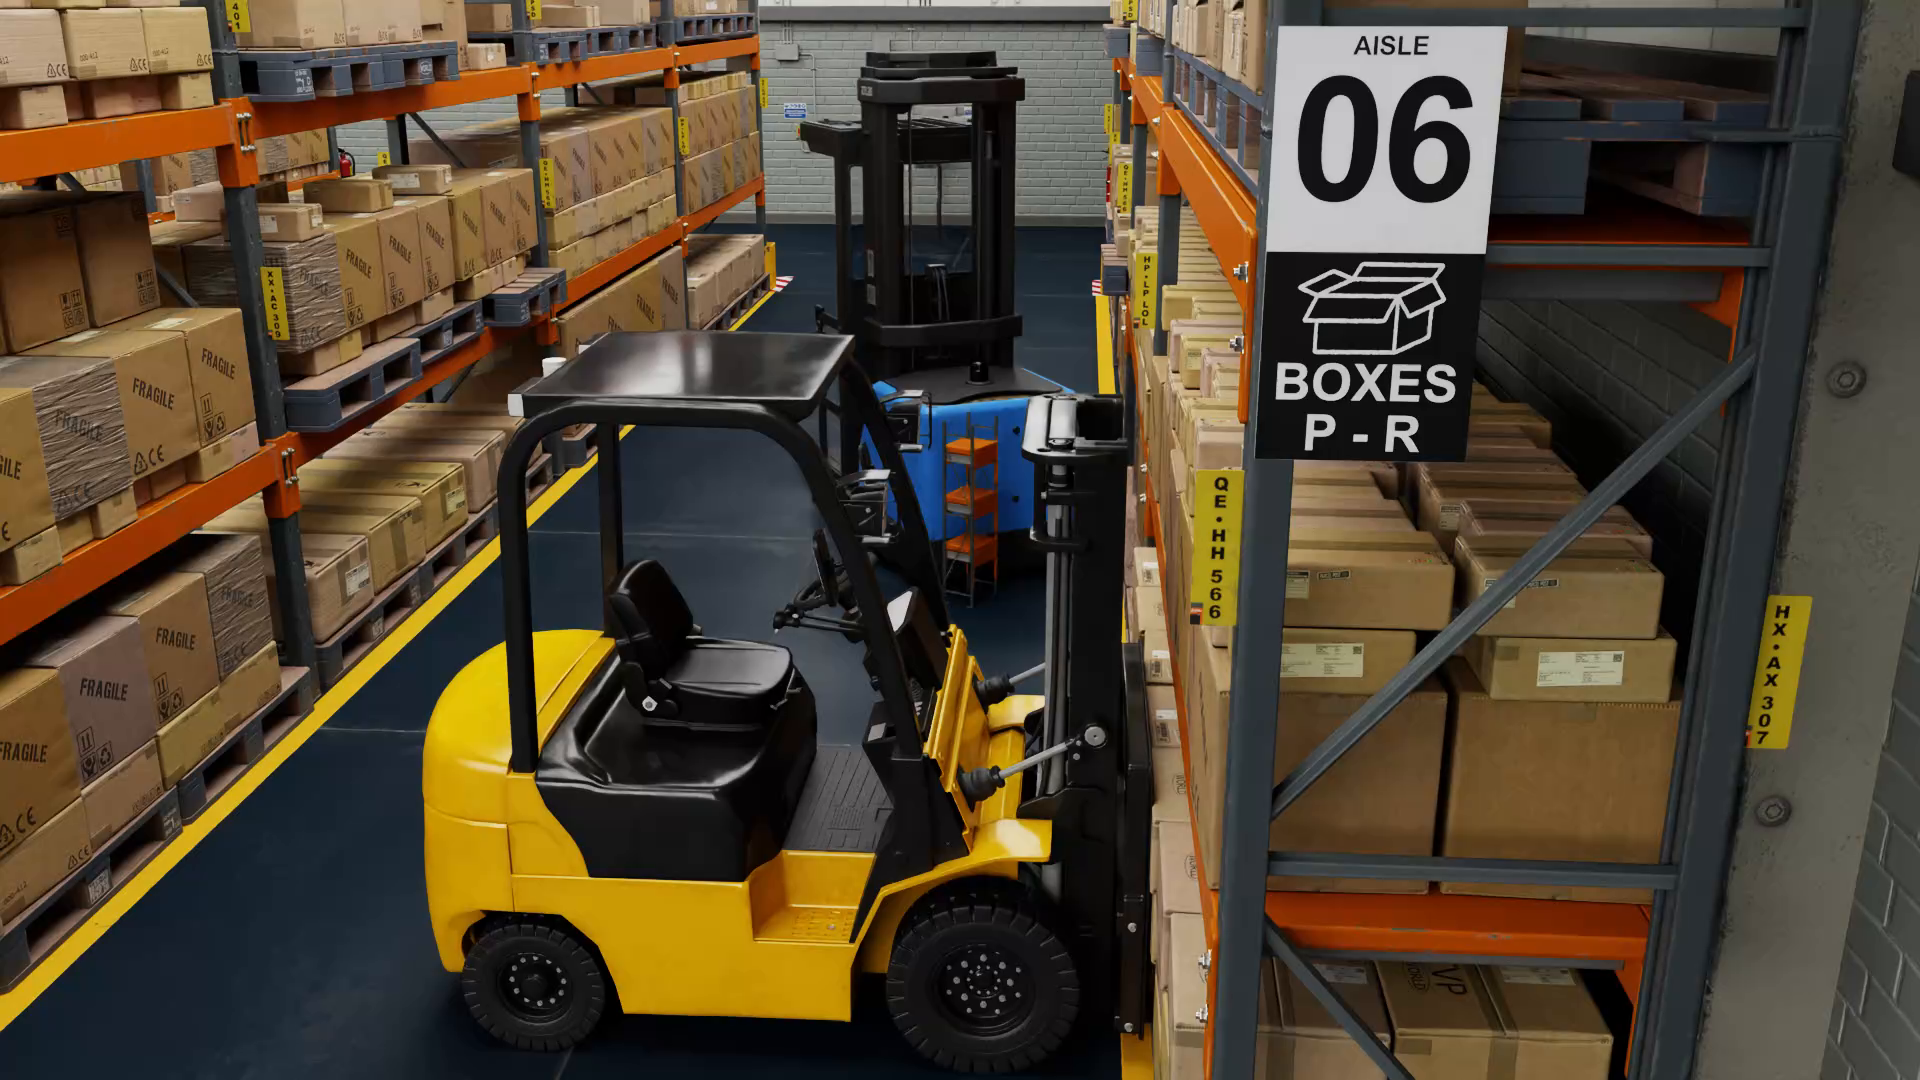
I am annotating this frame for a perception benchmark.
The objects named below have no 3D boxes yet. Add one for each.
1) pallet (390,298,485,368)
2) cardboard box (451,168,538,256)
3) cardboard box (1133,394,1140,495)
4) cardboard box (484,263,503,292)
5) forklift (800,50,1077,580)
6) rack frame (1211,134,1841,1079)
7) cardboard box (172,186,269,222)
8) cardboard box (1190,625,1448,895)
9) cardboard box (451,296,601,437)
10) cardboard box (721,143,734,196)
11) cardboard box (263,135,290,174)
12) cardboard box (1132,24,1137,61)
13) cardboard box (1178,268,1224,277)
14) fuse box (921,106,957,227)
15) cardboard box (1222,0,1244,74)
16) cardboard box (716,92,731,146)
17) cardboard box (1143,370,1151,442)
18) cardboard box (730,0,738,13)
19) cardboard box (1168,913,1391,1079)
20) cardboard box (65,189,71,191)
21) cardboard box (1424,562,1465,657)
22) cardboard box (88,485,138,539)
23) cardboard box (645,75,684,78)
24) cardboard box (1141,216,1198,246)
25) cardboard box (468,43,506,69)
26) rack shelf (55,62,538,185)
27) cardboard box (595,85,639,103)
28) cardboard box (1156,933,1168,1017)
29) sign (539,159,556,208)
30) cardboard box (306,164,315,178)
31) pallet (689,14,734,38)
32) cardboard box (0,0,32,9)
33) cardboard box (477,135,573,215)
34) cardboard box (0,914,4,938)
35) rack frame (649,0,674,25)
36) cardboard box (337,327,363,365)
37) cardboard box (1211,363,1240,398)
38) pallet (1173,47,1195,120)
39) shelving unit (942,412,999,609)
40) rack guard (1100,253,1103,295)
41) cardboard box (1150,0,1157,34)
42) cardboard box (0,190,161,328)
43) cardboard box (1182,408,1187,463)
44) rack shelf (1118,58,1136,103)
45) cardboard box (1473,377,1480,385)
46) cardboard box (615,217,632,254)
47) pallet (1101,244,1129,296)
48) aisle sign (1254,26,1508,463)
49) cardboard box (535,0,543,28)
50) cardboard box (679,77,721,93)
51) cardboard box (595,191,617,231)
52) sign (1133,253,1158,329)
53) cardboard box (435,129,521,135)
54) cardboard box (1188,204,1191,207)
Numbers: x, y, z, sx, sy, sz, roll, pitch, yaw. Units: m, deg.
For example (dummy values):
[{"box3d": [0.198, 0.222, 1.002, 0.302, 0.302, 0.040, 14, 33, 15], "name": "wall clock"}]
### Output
[{"box3d": [-3.424, -1.190, 9.546, 1.003, 0.211, 1.213, 1, 18, 4], "name": "pallet"}, {"box3d": [-3.078, -2.138, 10.819, 0.500, 0.500, 0.500, 1, 18, 2], "name": "cardboard box"}, {"box3d": [1.570, -0.665, 10.775, 0.875, 0.625, 0.625, 2, 18, 6], "name": "cardboard box"}, {"box3d": [-3.058, -1.628, 10.304, 0.380, 0.149, 0.250, 0, 18, 1], "name": "cardboard box"}, {"box3d": [-0.335, -1.577, 10.530, 1.130, 2.935, 3.031, -8, 20, -22], "name": "forklift"}, {"box3d": [1.055, 0.697, 3.478, 1.000, 3.000, 0.127, 1, 18, 4], "name": "rack frame"}, {"box3d": [-3.766, -1.714, 8.483, 0.380, 0.149, 0.250, 1, 18, 2], "name": "cardboard box"}, {"box3d": [0.828, 0.491, 3.947, 0.500, 0.500, 0.500, 1, 18, 3], "name": "cardboard box"}, {"box3d": [-3.191, -1.300, 12.310, 0.875, 0.875, 0.875, 1, 18, 3], "name": "cardboard box"}, {"box3d": [-2.622, -3.797, 17.034, 0.500, 0.500, 0.500, 2, 18, 6], "name": "cardboard box"}, {"box3d": [-7.539, -4.187, 17.745, 0.500, 0.500, 0.500, 1, 18, 4], "name": "cardboard box"}, {"box3d": [1.458, -3.463, 11.597, 0.500, 0.250, 0.500, 1, 18, 4], "name": "cardboard box"}, {"box3d": [1.101, -1.252, 8.225, 0.380, 0.149, 0.250, 1, 18, 2], "name": "cardboard box"}, {"box3d": [-0.284, -5.429, 24.244, 0.539, 1.711, 0.414, 1, 18, 4], "name": "fuse box"}, {"box3d": [0.829, -1.254, 3.998, 0.396, 0.266, 0.258, 1, 18, 4], "name": "cardboard box"}, {"box3d": [-2.632, -4.277, 16.892, 0.500, 0.500, 0.500, 1, 18, 4], "name": "cardboard box"}, {"box3d": [1.116, -0.636, 7.789, 0.500, 0.250, 0.500, 2, 18, 5], "name": "cardboard box"}, {"box3d": [-2.692, -5.841, 18.021, 0.500, 0.250, 0.500, 0, 18, -1], "name": "cardboard box"}, {"box3d": [0.776, 1.179, 4.143, 0.500, 0.250, 0.500, 2, 18, 6], "name": "cardboard box"}, {"box3d": [-7.868, -2.935, 14.292, 0.380, 0.149, 0.250, 0, 18, 1], "name": "cardboard box"}, {"box3d": [1.292, 0.164, 3.904, 0.380, 0.149, 0.250, 1, 18, 4], "name": "cardboard box"}, {"box3d": [-3.399, -0.113, 6.355, 0.380, 0.149, 0.250, 1, 18, 3], "name": "cardboard box"}, {"box3d": [-3.099, -4.783, 17.393, 0.380, 0.149, 0.250, 1, 18, 4], "name": "cardboard box"}, {"box3d": [1.301, -1.888, 10.164, 0.380, 0.149, 0.250, 2, 18, 5], "name": "cardboard box"}, {"box3d": [-3.136, -3.101, 10.655, 0.380, 0.149, 0.250, 1, 18, 4], "name": "cardboard box"}, {"box3d": [-3.467, -2.360, 9.145, 1.077, 0.370, 4.000, 1, 18, 4], "name": "rack shelf"}, {"box3d": [-3.205, -4.153, 15.471, 0.380, 0.149, 0.250, 2, 18, 5], "name": "cardboard box"}, {"box3d": [0.824, 1.253, 4.720, 0.500, 0.250, 0.500, 1, 18, 3], "name": "cardboard box"}, {"box3d": [-2.781, -2.401, 11.200, 0.100, 0.325, 0.005, 1, 18, 4], "name": "sign"}, {"box3d": [-7.491, -4.158, 18.697, 0.380, 0.149, 0.250, 1, 18, 4], "name": "cardboard box"}, {"box3d": [-2.877, -5.155, 16.662, 1.003, 0.211, 1.213, 1, 18, 4], "name": "pallet"}, {"box3d": [-3.474, -1.913, 5.748, 0.380, 0.149, 0.250, 1, 18, 3], "name": "cardboard box"}, {"box3d": [-3.044, -2.568, 11.675, 0.500, 0.500, 0.500, 1, 18, 2], "name": "cardboard box"}, {"box3d": [-3.519, 1.292, 5.405, 0.500, 0.250, 0.500, 2, 18, 6], "name": "cardboard box"}, {"box3d": [-3.036, -5.990, 14.253, 1.000, 3.000, 0.127, 1, 18, 4], "name": "rack frame"}, {"box3d": [-3.228, -0.977, 8.316, 0.380, 0.149, 0.250, 2, 18, 5], "name": "cardboard box"}, {"box3d": [1.009, -0.470, 5.361, 0.380, 0.149, 0.250, 1, 18, 4], "name": "cardboard box"}, {"box3d": [1.306, -1.663, 6.006, 1.003, 0.211, 1.213, 1, 18, 4], "name": "pallet"}, {"box3d": [0.058, -0.165, 9.239, 0.215, 1.050, 0.252, 12, 21, 32], "name": "shelving unit"}, {"box3d": [2.196, -3.061, 18.961, 1.175, 0.500, 0.348, 1, 18, 4], "name": "rack guard"}, {"box3d": [1.205, -2.644, 8.166, 0.500, 0.311, 0.500, 1, 18, 2], "name": "cardboard box"}, {"box3d": [-3.858, -1.187, 6.984, 0.700, 0.500, 0.500, 1, 18, 3], "name": "cardboard box"}, {"box3d": [0.925, -0.328, 5.405, 0.380, 0.149, 0.250, 1, 18, 3], "name": "cardboard box"}, {"box3d": [1.771, -3.492, 12.602, 1.077, 0.370, 4.000, 1, 18, 4], "name": "rack shelf"}, {"box3d": [1.446, -0.461, 5.334, 0.380, 0.149, 0.250, 2, 18, 5], "name": "cardboard box"}, {"box3d": [-2.943, -2.448, 13.319, 0.500, 0.250, 0.500, 1, 18, 4], "name": "cardboard box"}, {"box3d": [1.607, -1.908, 11.738, 1.213, 0.211, 1.003, 1, 18, 4], "name": "pallet"}, {"box3d": [0.757, -0.524, 3.031, 0.394, 0.787, 0.004, 1, 18, 4], "name": "aisle sign"}, {"box3d": [-3.486, -4.124, 12.538, 0.500, 0.500, 0.500, 1, 18, 4], "name": "cardboard box"}, {"box3d": [-2.650, -4.618, 16.892, 0.380, 0.149, 0.250, 2, 18, 6], "name": "cardboard box"}, {"box3d": [-2.954, -2.530, 12.766, 0.500, 0.250, 0.500, 1, 18, 4], "name": "cardboard box"}, {"box3d": [0.799, -1.067, 7.129, 0.100, 0.325, 0.005, 1, 18, 4], "name": "sign"}, {"box3d": [-3.518, -2.746, 12.219, 0.500, 0.500, 0.500, 2, 18, 5], "name": "cardboard box"}, {"box3d": [1.821, -2.191, 11.457, 0.500, 0.500, 0.500, 2, 18, 7], "name": "cardboard box"}]
